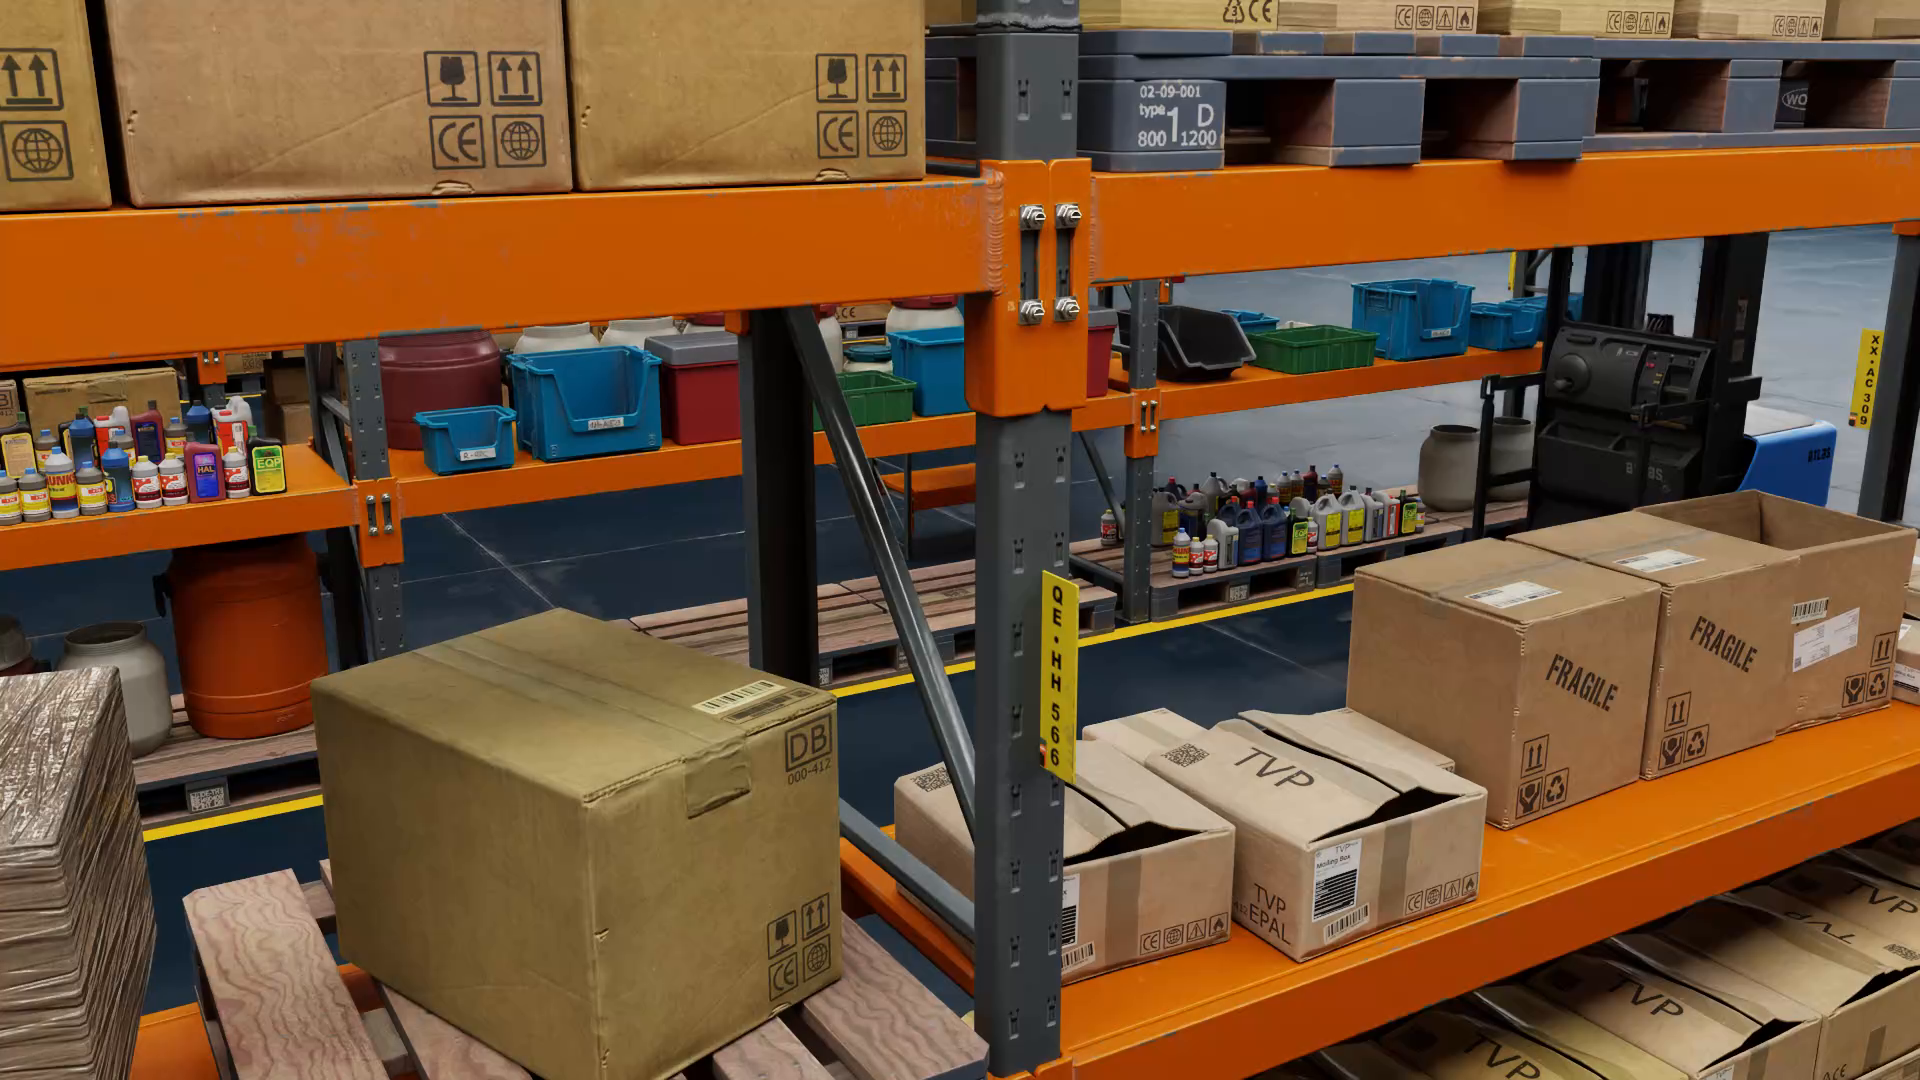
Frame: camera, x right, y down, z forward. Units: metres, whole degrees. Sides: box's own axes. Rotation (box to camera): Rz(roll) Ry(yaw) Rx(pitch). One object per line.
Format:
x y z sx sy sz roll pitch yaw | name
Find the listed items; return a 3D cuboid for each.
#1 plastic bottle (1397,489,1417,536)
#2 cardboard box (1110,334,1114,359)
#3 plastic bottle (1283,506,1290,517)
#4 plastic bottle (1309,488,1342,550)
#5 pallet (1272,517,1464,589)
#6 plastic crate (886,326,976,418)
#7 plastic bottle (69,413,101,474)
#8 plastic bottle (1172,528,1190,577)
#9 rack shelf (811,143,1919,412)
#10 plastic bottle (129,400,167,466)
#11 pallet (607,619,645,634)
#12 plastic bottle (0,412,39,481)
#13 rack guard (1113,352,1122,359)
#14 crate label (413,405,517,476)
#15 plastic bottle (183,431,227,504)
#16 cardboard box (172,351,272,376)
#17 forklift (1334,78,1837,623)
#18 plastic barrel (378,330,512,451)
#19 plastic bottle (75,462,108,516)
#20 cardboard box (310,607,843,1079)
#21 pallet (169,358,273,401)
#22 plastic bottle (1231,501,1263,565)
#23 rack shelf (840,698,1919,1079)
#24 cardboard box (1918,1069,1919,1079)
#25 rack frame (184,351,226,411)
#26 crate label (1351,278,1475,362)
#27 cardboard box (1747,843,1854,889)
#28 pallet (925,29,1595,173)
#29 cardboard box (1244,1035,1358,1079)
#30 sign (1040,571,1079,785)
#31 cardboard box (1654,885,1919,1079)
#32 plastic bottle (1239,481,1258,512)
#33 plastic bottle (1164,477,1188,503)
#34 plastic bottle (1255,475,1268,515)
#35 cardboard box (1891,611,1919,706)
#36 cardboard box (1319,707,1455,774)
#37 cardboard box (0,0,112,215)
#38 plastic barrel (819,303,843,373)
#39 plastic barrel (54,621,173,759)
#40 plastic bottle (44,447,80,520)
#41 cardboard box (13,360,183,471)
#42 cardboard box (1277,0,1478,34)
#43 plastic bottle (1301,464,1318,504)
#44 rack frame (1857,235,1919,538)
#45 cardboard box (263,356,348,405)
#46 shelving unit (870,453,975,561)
2.735 -0.176 10.197 0.133 0.283 0.061 -9 18 -28 | plastic bottle
1.079 -1.711 15.308 0.500 0.500 0.500 -6 17 -19 | cardboard box
1.920 -0.063 9.816 0.097 0.271 0.097 0 16 0 | plastic bottle
2.177 -0.131 9.912 0.185 0.351 0.144 -9 18 -30 | plastic bottle
2.389 -0.005 10.536 1.213 0.211 1.003 -9 18 -30 | pallet
-0.040 -0.860 8.450 0.575 0.384 0.392 -9 18 -30 | plastic crate
-3.700 -0.402 7.023 0.097 0.271 0.097 0 16 0 | plastic bottle
1.244 0.066 9.357 0.097 0.271 0.097 0 16 0 | plastic bottle
1.579 -0.766 3.862 4.000 0.370 1.077 -9 18 -30 | rack shelf
-3.526 -0.460 7.211 0.133 0.283 0.061 -9 18 -30 | plastic bottle
-1.999 0.707 7.997 1.213 0.211 1.003 -9 18 -30 | pallet
-3.954 -0.391 6.964 0.133 0.283 0.061 -9 18 -30 | plastic bottle
1.558 -1.581 15.623 0.348 0.500 1.175 -9 18 -30 | rack guard
-2.129 -0.428 7.191 0.416 0.233 0.303 -9 18 -30 | crate label
-3.008 -0.294 6.617 0.133 0.283 0.061 -9 18 -30 | plastic bottle
-7.134 -2.027 15.975 0.750 0.750 1.050 -9 18 -30 | cardboard box
3.393 -0.931 8.800 3.031 2.935 1.130 -10 18 -31 | forklift
-2.442 -0.737 7.730 0.708 0.536 0.600 -9 18 -30 | plastic barrel
-3.367 -0.202 6.441 0.097 0.201 0.097 0 16 0 | plastic bottle
-0.617 0.473 2.703 0.700 0.500 0.500 13 20 38 | cardboard box
-6.987 -1.594 16.206 1.213 0.211 1.003 -9 18 -30 | pallet
1.651 -0.046 9.608 0.185 0.351 0.144 -9 18 -28 | plastic bottle
1.579 0.678 4.267 4.000 0.370 1.077 -9 18 -30 | rack shelf
2.652 1.370 4.782 0.500 0.250 0.500 -10 18 -31 | cardboard box
-5.234 -1.683 11.356 0.127 3.000 1.000 -9 18 -30 | rack frame
2.736 -1.348 10.095 0.616 0.435 0.502 -9 18 -30 | crate label
2.379 0.973 5.157 0.500 0.311 0.500 -9 18 -30 | cardboard box
0.400 -0.859 3.209 1.003 0.211 1.213 -8 18 -27 | pallet
0.629 1.258 4.143 0.500 0.311 0.500 -10 18 -31 | cardboard box
0.152 0.214 2.589 0.005 0.325 0.100 -9 18 -30 | sign
2.222 1.170 4.454 0.500 0.311 0.500 -9 18 -30 | cardboard box
1.787 -0.222 10.362 0.133 0.283 0.061 -9 18 -30 | plastic bottle
1.313 -0.212 10.203 0.185 0.351 0.144 -10 19 -32 | plastic bottle
1.906 -0.278 10.582 0.097 0.271 0.097 0 16 0 | plastic bottle
2.634 0.283 4.592 0.258 0.266 0.396 -10 18 -31 | cardboard box
0.929 0.540 3.891 0.250 0.149 0.380 -8 17 -26 | cardboard box
-1.375 -0.671 2.005 0.500 0.500 0.910 -9 18 -30 | cardboard box
-0.817 -0.974 8.576 0.433 0.535 0.433 0 16 0 | plastic barrel
-3.532 0.630 6.937 0.421 0.512 0.421 0 16 0 | plastic barrel
-3.450 -0.222 6.383 0.097 0.271 0.097 0 16 0 | plastic bottle
-5.836 -0.771 11.262 0.875 0.875 1.225 -10 19 -32 | cardboard box
0.664 -1.118 3.283 0.500 0.250 0.500 -9 18 -28 | cardboard box
2.256 -0.346 10.804 0.133 0.283 0.061 -9 18 -29 | plastic bottle
3.293 0.053 5.162 0.127 3.000 1.000 -9 18 -30 | rack frame
-4.675 -1.152 11.890 0.500 0.250 0.500 -8 18 -27 | cardboard box
-0.006 -0.541 10.755 1.048 1.125 0.538 -9 18 -30 | shelving unit
